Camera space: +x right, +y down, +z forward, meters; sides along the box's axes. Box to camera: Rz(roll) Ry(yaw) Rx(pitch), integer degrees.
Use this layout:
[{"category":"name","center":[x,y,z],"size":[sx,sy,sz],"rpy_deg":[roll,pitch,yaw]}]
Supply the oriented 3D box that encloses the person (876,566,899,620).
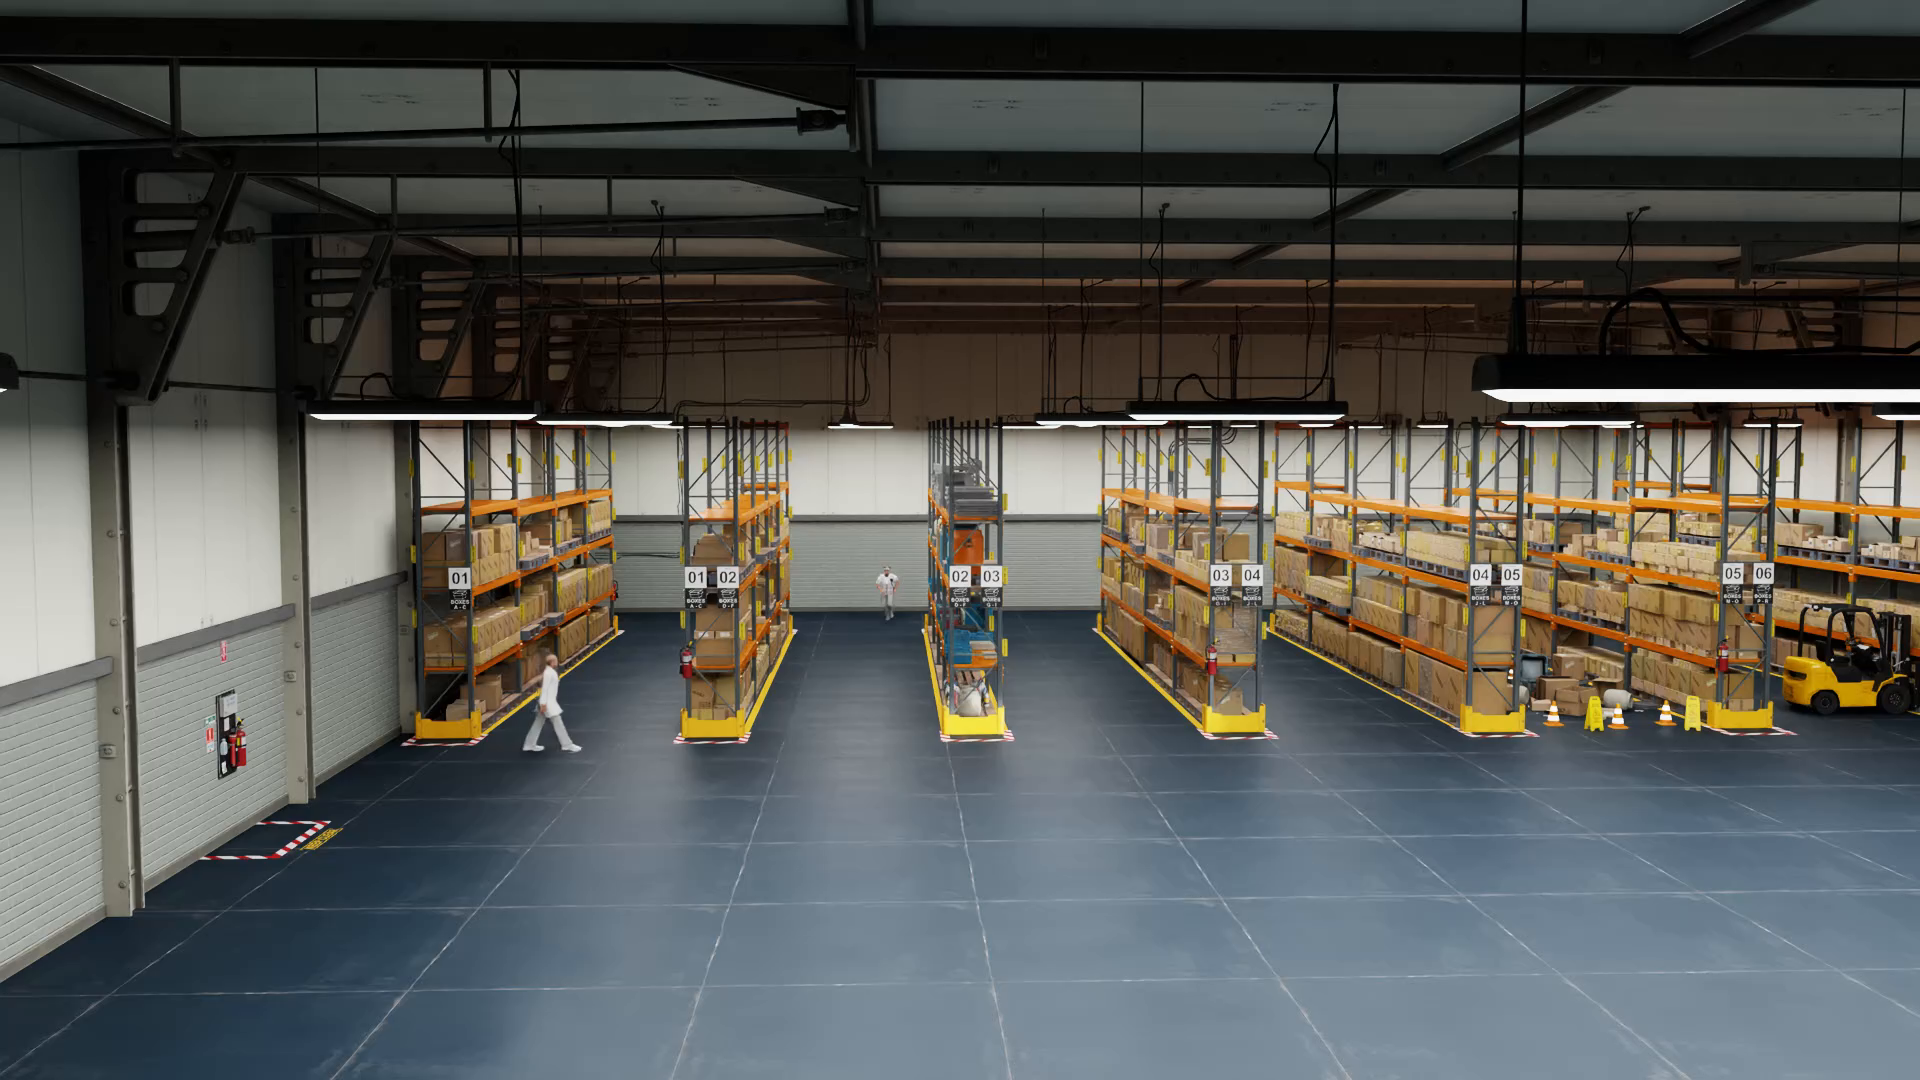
[{"category":"person","center":[-2.189,1.603,50.367],"size":[0.673,1.681,0.734],"rpy_deg":[0,4,7]}]

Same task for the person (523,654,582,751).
[{"category":"person","center":[-7.284,2.896,29.656],"size":[1.033,1.722,0.639],"rpy_deg":[-1,4,-14]}]
